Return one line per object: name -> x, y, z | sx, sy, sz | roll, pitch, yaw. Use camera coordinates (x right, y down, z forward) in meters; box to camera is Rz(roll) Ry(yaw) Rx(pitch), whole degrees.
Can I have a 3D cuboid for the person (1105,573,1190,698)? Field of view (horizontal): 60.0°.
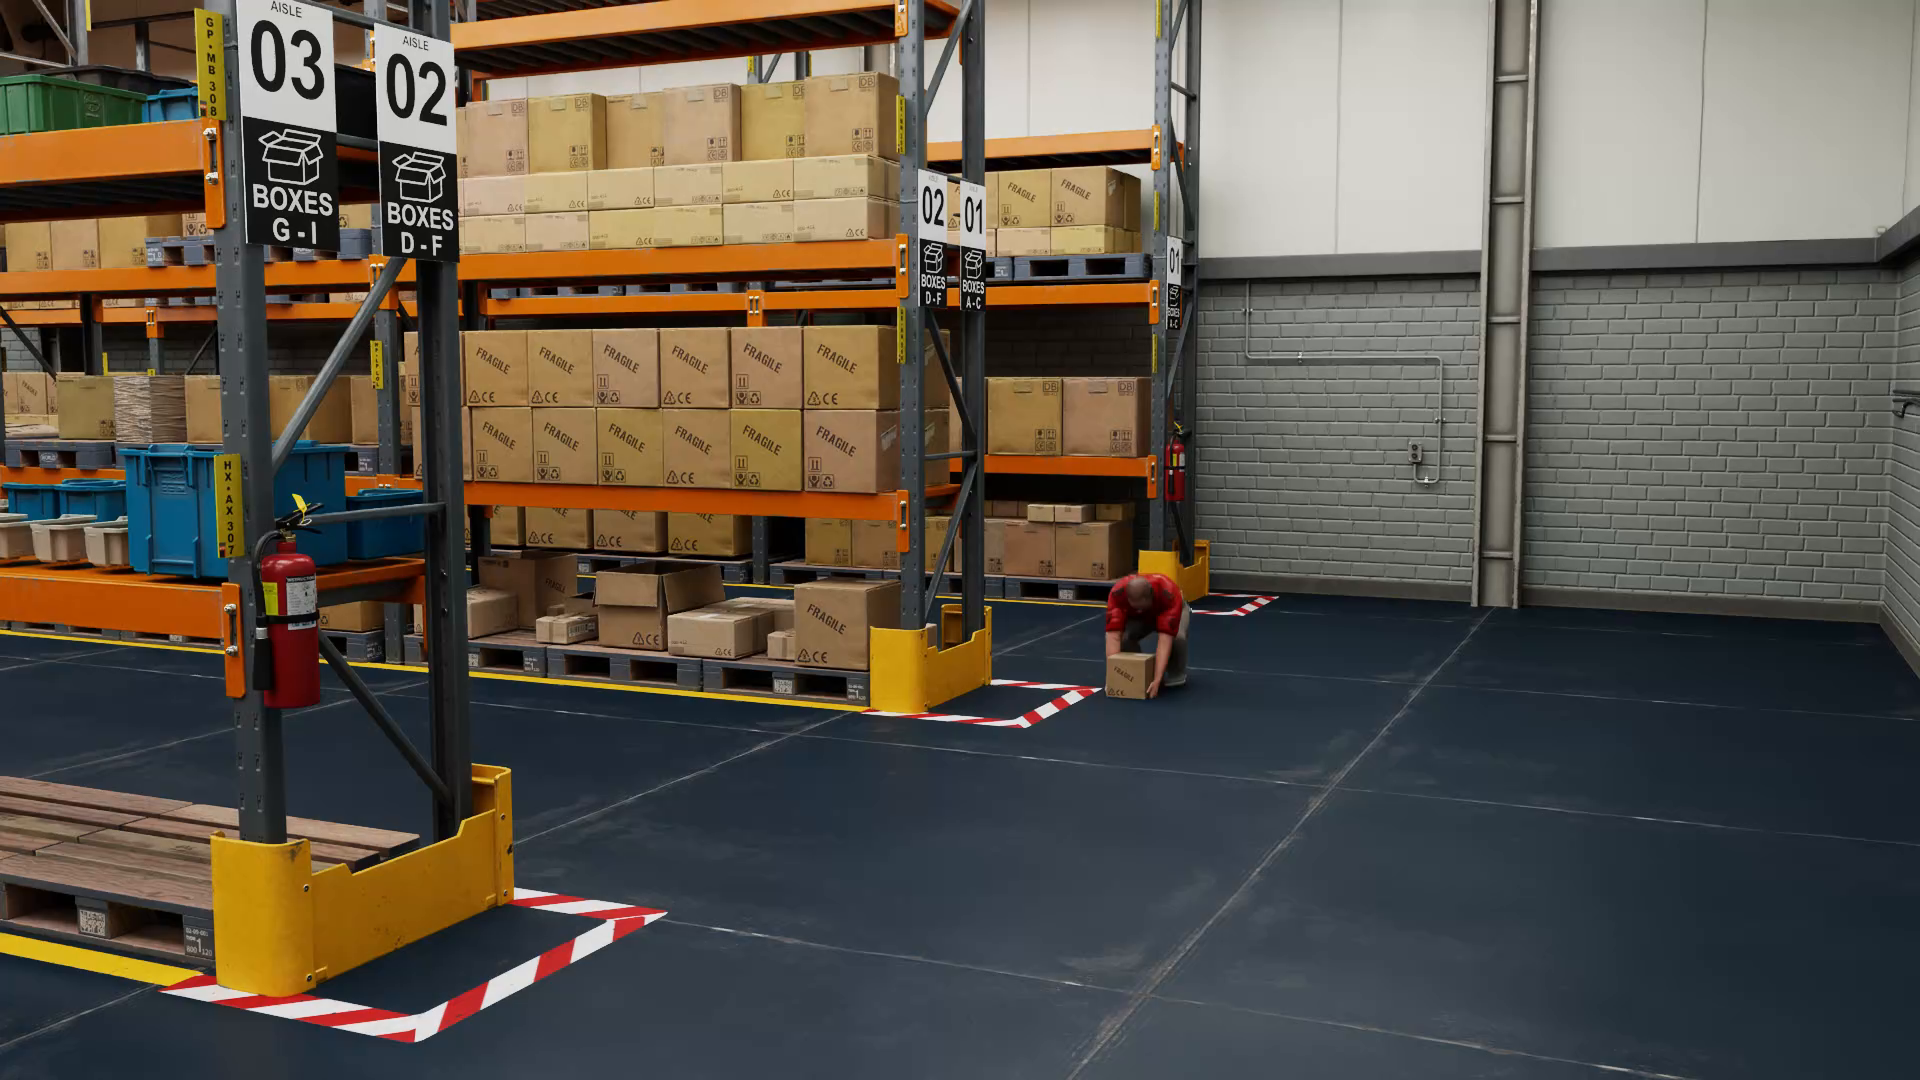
person -> 1.214, 0.588, 10.738 | 0.530, 0.797, 0.922 | 2, 6, 22
